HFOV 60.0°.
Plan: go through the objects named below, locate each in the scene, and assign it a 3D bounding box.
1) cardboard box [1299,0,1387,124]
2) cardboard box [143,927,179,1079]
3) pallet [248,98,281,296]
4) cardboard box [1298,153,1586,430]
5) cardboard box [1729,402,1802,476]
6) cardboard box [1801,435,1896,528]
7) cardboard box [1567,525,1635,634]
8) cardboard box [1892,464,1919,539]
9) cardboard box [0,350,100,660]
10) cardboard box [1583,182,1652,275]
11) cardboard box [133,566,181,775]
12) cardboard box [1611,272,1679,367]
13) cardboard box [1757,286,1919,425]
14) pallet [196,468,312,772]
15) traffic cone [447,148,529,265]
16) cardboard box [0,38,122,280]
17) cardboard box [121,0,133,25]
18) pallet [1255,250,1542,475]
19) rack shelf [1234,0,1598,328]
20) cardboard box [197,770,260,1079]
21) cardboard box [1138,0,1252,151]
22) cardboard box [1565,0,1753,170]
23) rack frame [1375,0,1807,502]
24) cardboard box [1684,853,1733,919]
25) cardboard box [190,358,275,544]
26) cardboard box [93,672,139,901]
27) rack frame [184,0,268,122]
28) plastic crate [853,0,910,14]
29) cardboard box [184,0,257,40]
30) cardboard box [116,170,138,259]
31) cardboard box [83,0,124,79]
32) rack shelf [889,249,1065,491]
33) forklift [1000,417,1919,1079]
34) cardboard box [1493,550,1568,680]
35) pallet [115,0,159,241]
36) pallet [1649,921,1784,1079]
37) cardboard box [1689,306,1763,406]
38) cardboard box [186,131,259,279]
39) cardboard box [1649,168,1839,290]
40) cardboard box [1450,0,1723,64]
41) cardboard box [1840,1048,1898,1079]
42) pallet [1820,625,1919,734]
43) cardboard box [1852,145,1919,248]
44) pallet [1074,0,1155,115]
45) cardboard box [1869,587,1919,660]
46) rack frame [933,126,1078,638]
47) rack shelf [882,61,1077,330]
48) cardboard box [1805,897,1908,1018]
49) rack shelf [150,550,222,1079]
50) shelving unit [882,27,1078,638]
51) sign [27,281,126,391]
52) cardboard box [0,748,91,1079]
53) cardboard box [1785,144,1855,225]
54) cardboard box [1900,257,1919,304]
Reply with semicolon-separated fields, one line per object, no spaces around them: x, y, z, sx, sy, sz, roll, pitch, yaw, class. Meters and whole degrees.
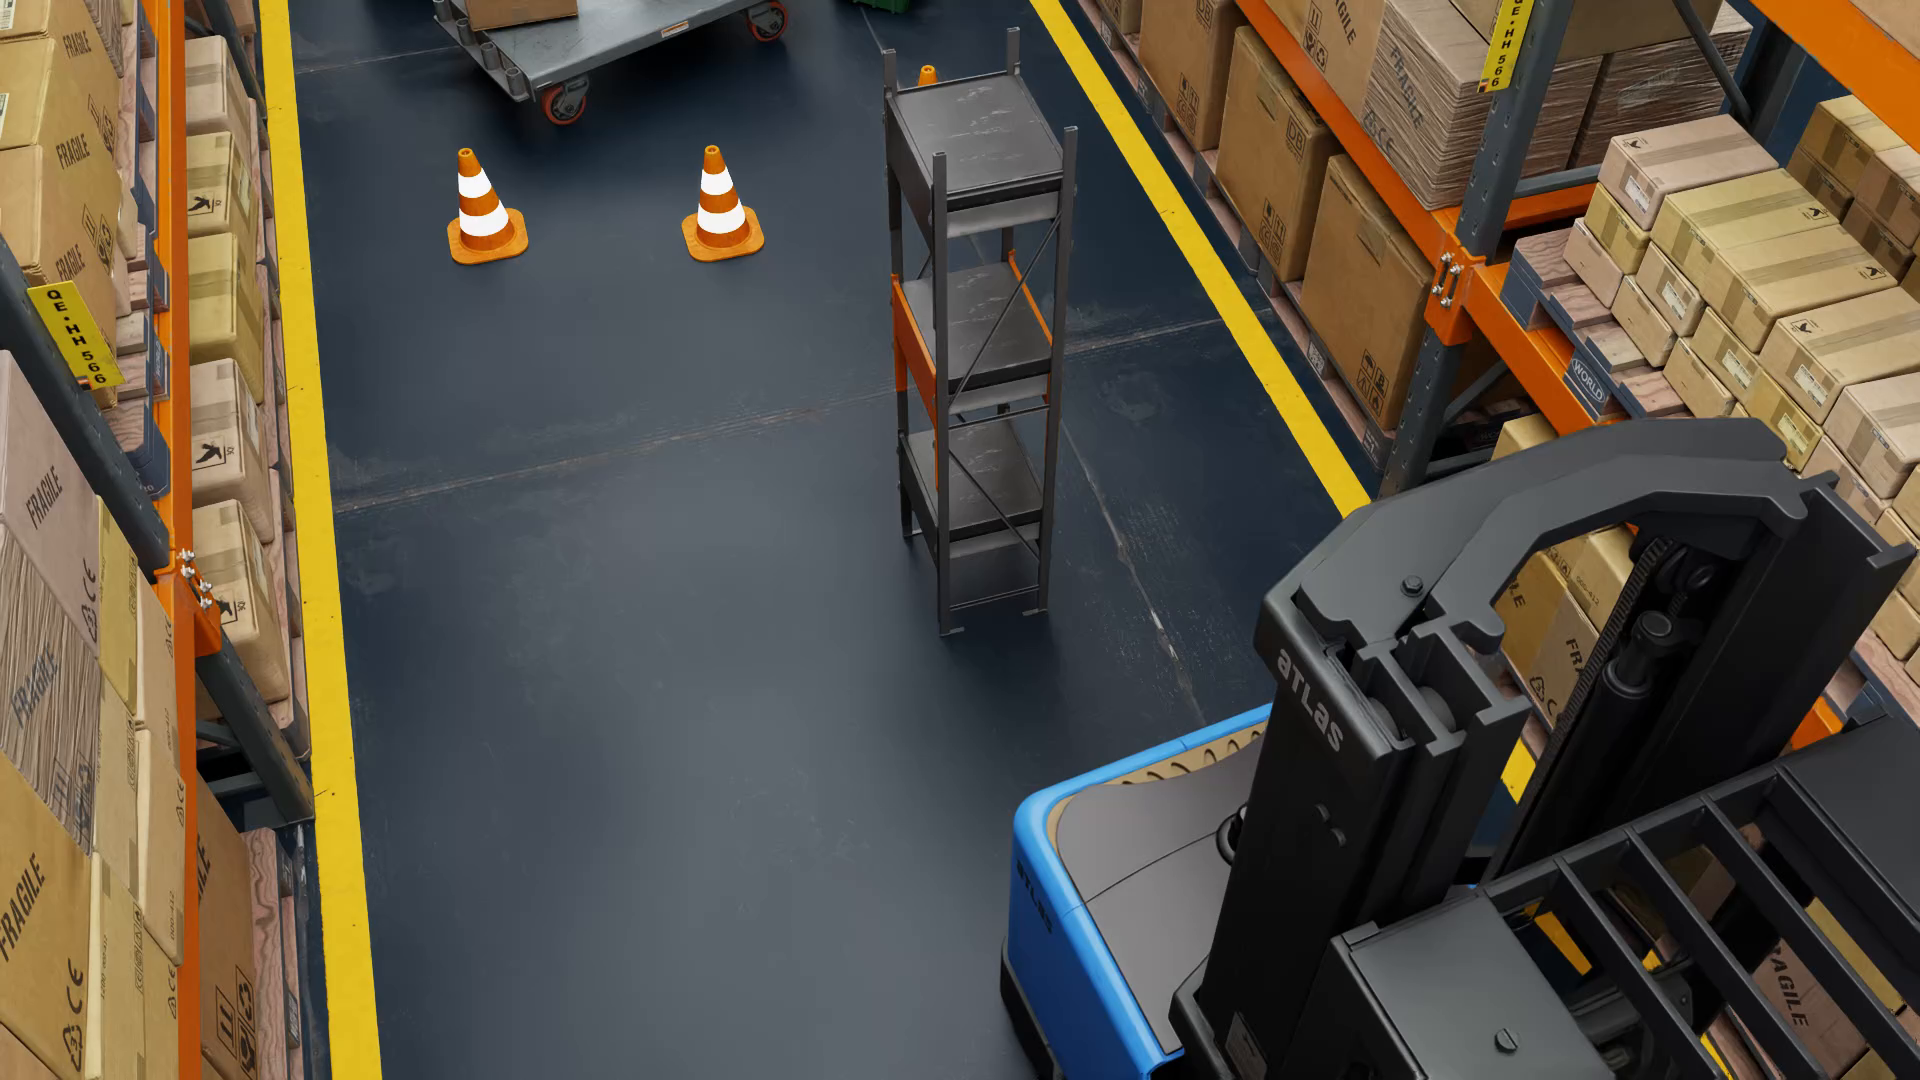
1.547;-1.836;5.771;0.500;0.500;0.500;-13;51;-11;cardboard box
-1.919;1.122;3.440;0.500;0.250;0.500;-14;51;-11;cardboard box
-3.567;-1.432;7.319;1.003;0.211;1.213;-13;51;-11;pallet
1.989;-1.046;6.367;1.050;0.750;0.750;-14;51;-11;cardboard box
2.263;-0.263;4.400;0.380;0.149;0.250;-11;51;-9;cardboard box
2.346;-0.165;4.122;0.380;0.149;0.250;-13;51;-11;cardboard box
2.205;0.186;5.001;0.500;0.250;0.500;-14;51;-11;cardboard box
2.425;-0.076;3.853;0.380;0.149;0.250;-12;51;-10;cardboard box
-2.213;-0.014;3.580;0.500;0.500;0.500;-15;51;-12;cardboard box
2.034;-0.923;4.761;0.380;0.149;0.250;-11;51;-9;cardboard box
-2.218;0.381;4.065;0.500;0.250;0.500;-15;51;-12;cardboard box
2.101;-0.657;4.732;0.380;0.149;0.250;-11;51;-9;cardboard box
2.262;-0.466;4.182;0.380;0.149;0.250;-15;52;-12;cardboard box
-2.846;0.350;5.817;1.003;0.211;1.213;-13;51;-11;pallet
-2.095;-1.493;7.206;0.336;0.463;0.334;-13;51;-11;traffic cone
-2.689;-1.001;4.598;0.500;0.500;0.500;-11;51;-9;cardboard box
-3.095;-1.892;5.773;0.380;0.149;0.250;-13;51;-11;cardboard box
1.922;-0.865;6.841;1.003;0.211;1.213;-13;51;-11;pallet
1.491;-2.400;6.782;1.077;0.370;4.000;-13;51;-11;rack shelf
-2.491;1.095;4.480;0.875;0.875;0.875;-14;51;-11;cardboard box
1.451;-2.364;7.478;1.050;0.750;0.750;-13;51;-11;cardboard box
2.208;-1.592;5.565;0.500;0.500;0.500;-13;51;-11;cardboard box
2.083;-1.171;5.275;1.000;3.000;0.127;-13;51;-11;rack frame
2.357;0.814;4.962;0.500;0.500;0.500;-14;51;-12;cardboard box
-2.999;-0.218;5.916;0.950;0.372;0.625;-14;51;-12;cardboard box
-2.075;0.579;3.571;0.500;0.250;0.500;-14;51;-12;cardboard box
-3.799;-2.899;6.732;1.000;3.000;0.127;-13;51;-11;rack frame
-0.403;-3.035;8.649;0.450;0.188;0.662;16;51;0;plastic crate
-3.715;-2.640;8.038;0.500;0.250;0.500;-15;52;-13;cardboard box
-2.685;-0.942;4.972;0.380;0.149;0.250;-13;51;-11;cardboard box
-2.993;-1.755;5.233;0.500;0.500;0.500;-15;52;-12;cardboard box
0.049;-0.547;5.356;0.431;0.518;0.480;-13;51;-11;rack shelf
1.173;1.309;3.230;1.130;2.935;3.031;-18;52;-15;forklift
2.048;0.074;5.586;0.500;0.500;0.500;-15;52;-13;cardboard box
-3.241;-1.353;5.554;1.003;0.211;1.213;-13;51;-11;pallet
2.670;1.188;5.110;1.003;0.211;1.213;-13;51;-11;pallet
2.198;-0.531;4.431;0.380;0.149;0.250;-15;51;-12;cardboard box
-3.426;-1.281;6.812;0.950;0.372;0.625;-10;51;-9;cardboard box
2.116;-0.840;4.497;0.380;0.149;0.250;-15;51;-12;cardboard box
1.959;-1.856;5.133;0.700;0.500;0.500;-14;51;-11;cardboard box
2.655;1.562;4.331;0.500;0.500;0.500;-14;51;-12;cardboard box
2.707;0.327;4.138;1.003;0.211;1.213;-13;51;-11;pallet
2.738;-0.979;4.614;0.380;0.149;0.250;-14;51;-11;cardboard box
1.200;-2.647;8.344;1.003;0.211;1.213;-13;51;-11;pallet
2.416;0.115;4.081;0.380;0.149;0.250;-13;51;-10;cardboard box
0.121;-0.378;5.195;0.400;2.100;0.015;-13;51;-11;rack frame
0.049;-0.998;4.821;0.431;0.518;0.480;-13;51;-11;rack shelf
2.495;0.931;4.373;0.500;0.250;0.500;-15;52;-13;cardboard box
-2.025;1.715;3.313;1.077;0.370;4.000;-13;51;-11;rack shelf
0.049;-0.556;5.345;0.431;2.100;0.503;-13;51;-11;shelving unit
-2.087;-0.479;3.935;0.100;0.325;0.005;-13;51;-11;sign
-1.913;0.723;2.959;0.500;0.500;0.500;-13;51;-11;cardboard box
2.664;-1.063;4.880;0.380;0.149;0.250;-12;51;-10;cardboard box
2.825;-0.677;4.554;0.380;0.149;0.250;-12;51;-10;cardboard box
